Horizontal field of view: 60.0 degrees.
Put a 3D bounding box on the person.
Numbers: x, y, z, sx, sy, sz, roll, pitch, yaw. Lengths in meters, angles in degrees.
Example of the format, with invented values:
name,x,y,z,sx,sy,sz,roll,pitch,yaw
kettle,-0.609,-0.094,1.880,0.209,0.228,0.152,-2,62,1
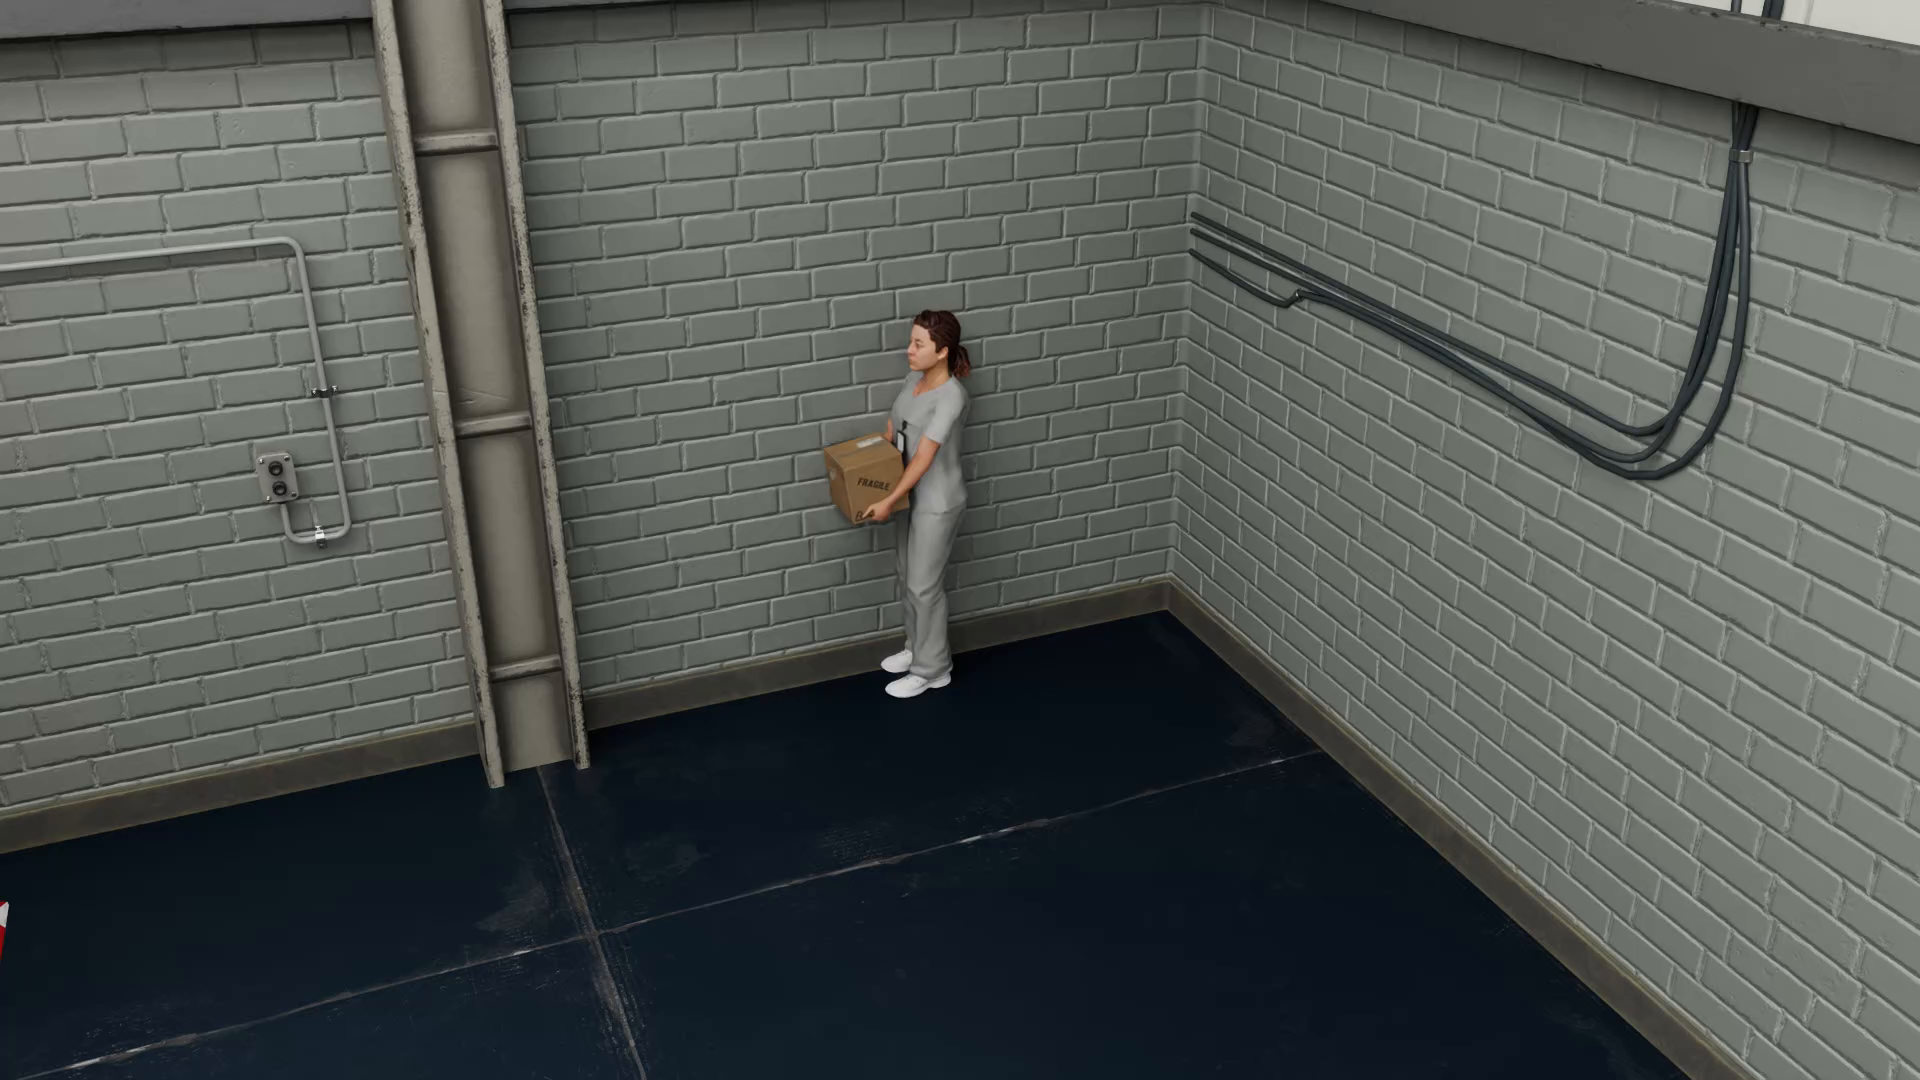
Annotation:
name,x,y,z,sx,sy,sz,roll,pitch,yaw
person,-0.199,-0.138,6.911,0.532,1.668,0.422,-11,28,-21
